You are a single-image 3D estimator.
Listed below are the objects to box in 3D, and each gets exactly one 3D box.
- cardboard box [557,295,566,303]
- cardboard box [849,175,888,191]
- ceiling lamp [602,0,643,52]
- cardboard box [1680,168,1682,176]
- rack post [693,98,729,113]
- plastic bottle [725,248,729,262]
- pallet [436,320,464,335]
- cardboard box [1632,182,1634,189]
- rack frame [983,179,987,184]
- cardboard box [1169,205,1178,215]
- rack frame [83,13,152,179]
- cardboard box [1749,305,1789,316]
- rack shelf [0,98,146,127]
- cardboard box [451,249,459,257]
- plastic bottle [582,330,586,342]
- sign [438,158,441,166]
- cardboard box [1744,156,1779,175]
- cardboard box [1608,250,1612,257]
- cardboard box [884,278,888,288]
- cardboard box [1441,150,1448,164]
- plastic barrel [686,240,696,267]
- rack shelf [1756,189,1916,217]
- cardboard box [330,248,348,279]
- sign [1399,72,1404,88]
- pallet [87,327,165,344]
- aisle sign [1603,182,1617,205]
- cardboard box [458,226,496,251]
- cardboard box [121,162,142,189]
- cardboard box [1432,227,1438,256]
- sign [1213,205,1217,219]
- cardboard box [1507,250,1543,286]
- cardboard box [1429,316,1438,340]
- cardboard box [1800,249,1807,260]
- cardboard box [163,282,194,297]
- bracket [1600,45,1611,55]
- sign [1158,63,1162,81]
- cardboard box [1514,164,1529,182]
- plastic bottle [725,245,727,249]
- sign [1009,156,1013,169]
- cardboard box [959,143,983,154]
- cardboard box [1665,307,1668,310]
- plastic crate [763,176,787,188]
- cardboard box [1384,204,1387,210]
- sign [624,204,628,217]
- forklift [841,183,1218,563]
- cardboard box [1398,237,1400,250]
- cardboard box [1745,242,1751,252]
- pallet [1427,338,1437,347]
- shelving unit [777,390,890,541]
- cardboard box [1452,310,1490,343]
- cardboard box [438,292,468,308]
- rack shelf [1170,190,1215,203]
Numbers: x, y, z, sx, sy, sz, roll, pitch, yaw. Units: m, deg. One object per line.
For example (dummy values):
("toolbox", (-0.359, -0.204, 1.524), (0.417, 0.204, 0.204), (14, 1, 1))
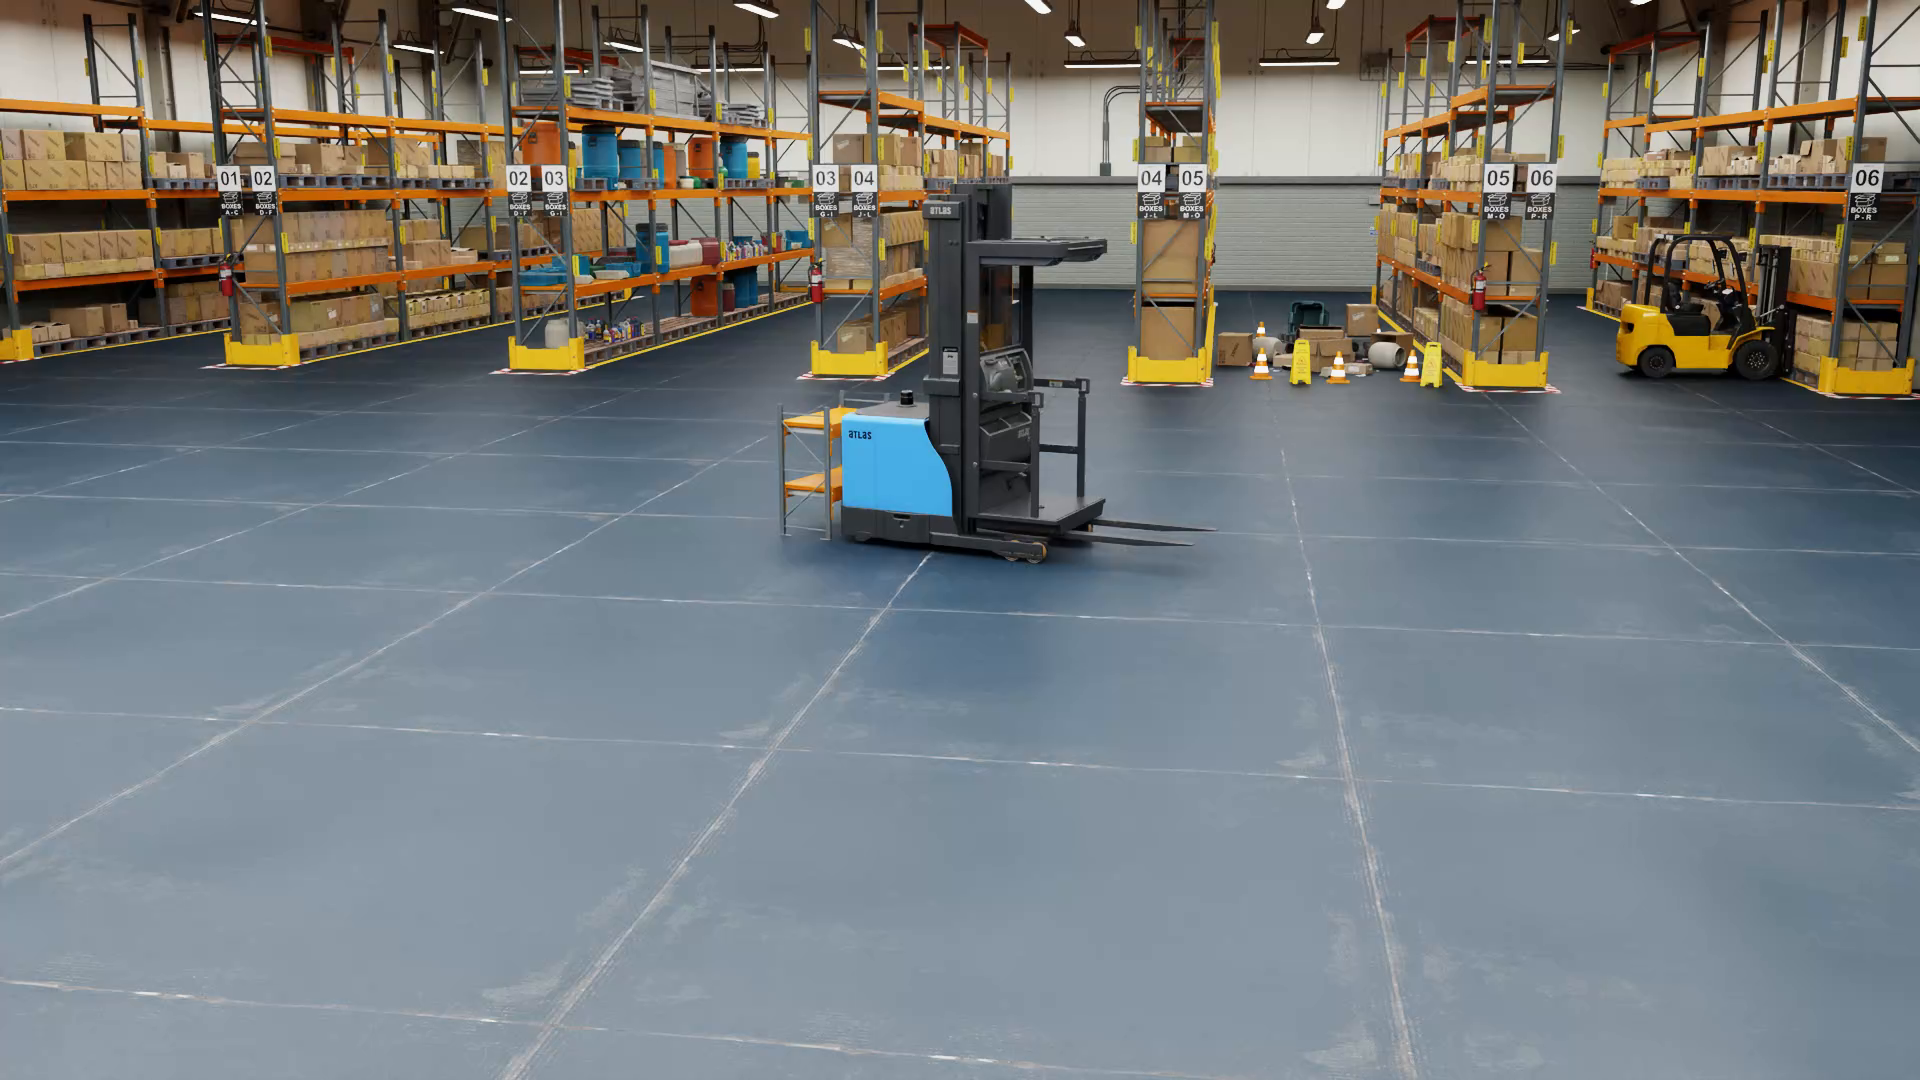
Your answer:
("cardboard box", (-9.480, -5.770, 38.534), (0.500, 0.500, 0.500), (2, 12, 8))
("cardboard box", (-1.416, -5.554, 25.879), (0.500, 0.250, 0.500), (2, 12, 10))
("ceiling lamp", (-7.146, -12.413, 36.374), (0.800, 3.185, 2.000), (2, 12, 9))
("cardboard box", (14.207, -7.133, 32.262), (0.380, 0.149, 0.250), (2, 12, 9))
("rack post", (-5.338, -8.942, 34.307), (0.954, 0.300, 0.937), (2, 12, 9))
("plastic bottle", (-4.952, -6.010, 35.054), (0.152, 0.276, 0.135), (2, 12, 9))
("pallet", (-10.658, -4.269, 33.303), (1.003, 0.211, 1.213), (2, 12, 9))
("cardboard box", (14.652, -7.620, 35.708), (0.380, 0.149, 0.250), (2, 12, 11))
("rack frame", (0.100, -6.567, 37.344), (1.000, 3.000, 0.127), (2, 12, 9))
("cardboard box", (4.791, -7.175, 36.848), (0.500, 0.500, 0.500), (1, 12, 7))
("rack frame", (-15.813, -8.316, 31.219), (1.000, 3.000, 0.127), (2, 12, 9))
("cardboard box", (13.183, -3.680, 27.104), (0.500, 0.250, 0.500), (2, 12, 8))
("rack shelf", (-16.121, -7.546, 29.363), (1.077, 0.370, 4.000), (2, 12, 9))
("cardboard box", (-10.632, -5.832, 34.148), (0.500, 0.311, 0.500), (2, 12, 8))
("plastic bottle", (-6.577, -3.553, 28.959), (0.097, 0.201, 0.097), (0, 12, 0))
("sign", (-10.839, -7.793, 34.687), (0.100, 0.325, 0.005), (2, 12, 9))
("cardboard box", (13.438, -6.256, 27.759), (0.500, 0.311, 0.500), (1, 12, 7))
("cardboard box", (14.844, -6.469, 37.489), (0.380, 0.149, 0.250), (2, 12, 7))
("cardboard box", (-1.355, -4.101, 26.497), (0.380, 0.149, 0.250), (2, 12, 9))
("cardboard box", (8.761, -6.761, 29.298), (0.500, 0.250, 0.500), (2, 12, 10))
("plastic barrel", (-5.421, -5.640, 32.781), (0.421, 0.512, 0.421), (0, 12, 0))
("rack shelf", (13.260, -5.119, 25.212), (1.077, 0.370, 4.000), (2, 12, 9))
("cardboard box", (-11.213, -4.859, 29.180), (0.700, 0.500, 0.500), (2, 12, 10))
("sign", (9.348, -9.735, 35.214), (0.100, 0.325, 0.005), (2, 12, 9))
("pallet", (-15.882, -3.879, 31.491), (1.003, 0.211, 1.213), (2, 12, 9))
("aisle sign", (15.133, -8.213, 38.811), (0.394, 0.787, 0.004), (2, 12, 9))
("cardboard box", (-10.317, -6.445, 35.544), (0.700, 0.500, 0.500), (-2, 12, -10))
("cardboard box", (-15.647, -6.794, 30.995), (0.500, 0.500, 0.500), (2, 12, 10))
("cardboard box", (8.667, -5.294, 29.498), (0.500, 0.500, 0.500), (2, 12, 11))
("sign", (6.146, -7.916, 40.106), (0.100, 0.325, 0.005), (2, 12, 9))
("cardboard box", (8.394, -4.032, 24.637), (0.500, 0.500, 0.500), (2, 12, 8))
("cardboard box", (8.848, -3.760, 29.561), (0.950, 0.372, 0.625), (3, 12, 12))
("cardboard box", (12.902, -4.303, 25.061), (0.380, 0.149, 0.250), (2, 12, 9))
("cardboard box", (-15.652, -4.988, 33.128), (0.500, 0.250, 0.500), (2, 12, 7))
("bracket", (16.796, -12.734, 43.176), (0.235, 0.232, 0.430), (2, 12, 9))
("sign", (3.833, -8.996, 31.971), (0.100, 0.325, 0.005), (2, 12, 9))
("cardboard box", (8.388, -5.382, 24.377), (0.500, 0.250, 0.500), (2, 12, 8))
("plastic bottle", (-5.233, -6.385, 36.795), (0.152, 0.276, 0.135), (2, 12, 9))
("sign", (1.250, -9.239, 40.712), (0.100, 0.325, 0.005), (2, 12, 9))
("cardboard box", (0.251, -8.898, 37.791), (0.500, 0.250, 0.500), (1, 12, 5))
("cardboard box", (14.200, -4.544, 32.896), (0.500, 0.500, 0.500), (2, 12, 11))
("plastic crate", (-4.332, -8.379, 38.945), (0.497, 0.269, 0.590), (2, 12, 9))
("cardboard box", (10.034, -7.706, 38.478), (0.380, 0.149, 0.250), (1, 12, 7))
("sign", (-8.527, -8.420, 42.443), (0.100, 0.325, 0.005), (2, 12, 9))
("forklift", (0.562, -1.376, 13.423), (3.031, 2.935, 1.130), (6, 13, 25))
("cardboard box", (9.494, -6.225, 34.927), (0.500, 0.250, 0.500), (2, 12, 10))
("cardboard box", (13.422, -4.919, 27.921), (0.380, 0.149, 0.250), (2, 12, 8))
("pallet", (8.780, -3.379, 29.173), (1.003, 0.211, 1.213), (2, 12, 9))
("shelving unit", (-1.076, -0.666, 14.413), (0.538, 1.125, 1.048), (6, 14, 26))
("cardboard box", (8.074, -3.364, 26.234), (0.500, 0.500, 0.500), (2, 12, 7))
("cardboard box", (-10.294, -4.861, 33.627), (0.500, 0.311, 0.500), (2, 12, 8))
("rack shelf", (5.293, -7.916, 38.192), (1.077, 0.370, 4.000), (2, 12, 9))
